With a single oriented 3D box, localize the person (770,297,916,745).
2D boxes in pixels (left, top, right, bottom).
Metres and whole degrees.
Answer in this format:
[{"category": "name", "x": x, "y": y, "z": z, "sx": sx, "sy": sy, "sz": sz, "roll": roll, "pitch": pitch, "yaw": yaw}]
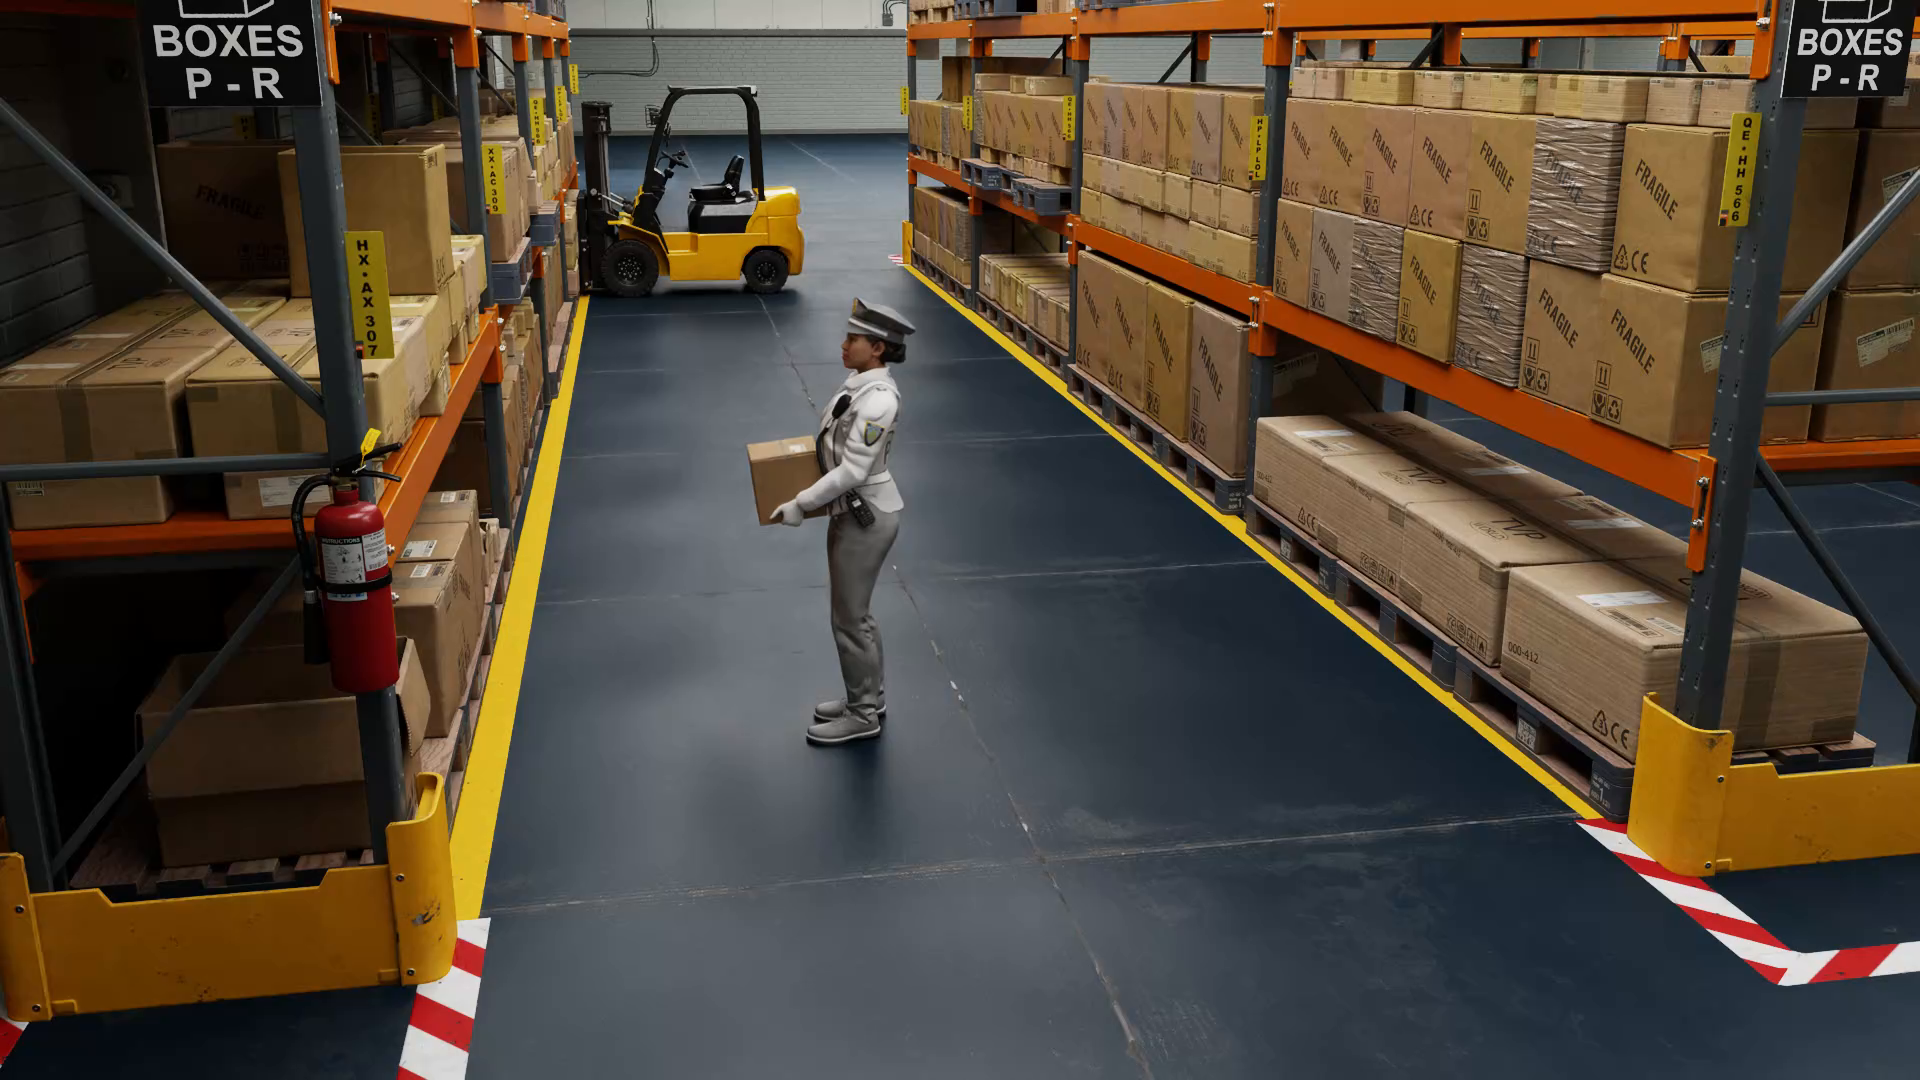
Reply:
[{"category": "person", "x": -0.442, "y": -0.074, "z": 6.243, "sx": 0.556, "sy": 1.686, "sz": 0.459, "roll": -3, "pitch": 17, "yaw": -10}]
